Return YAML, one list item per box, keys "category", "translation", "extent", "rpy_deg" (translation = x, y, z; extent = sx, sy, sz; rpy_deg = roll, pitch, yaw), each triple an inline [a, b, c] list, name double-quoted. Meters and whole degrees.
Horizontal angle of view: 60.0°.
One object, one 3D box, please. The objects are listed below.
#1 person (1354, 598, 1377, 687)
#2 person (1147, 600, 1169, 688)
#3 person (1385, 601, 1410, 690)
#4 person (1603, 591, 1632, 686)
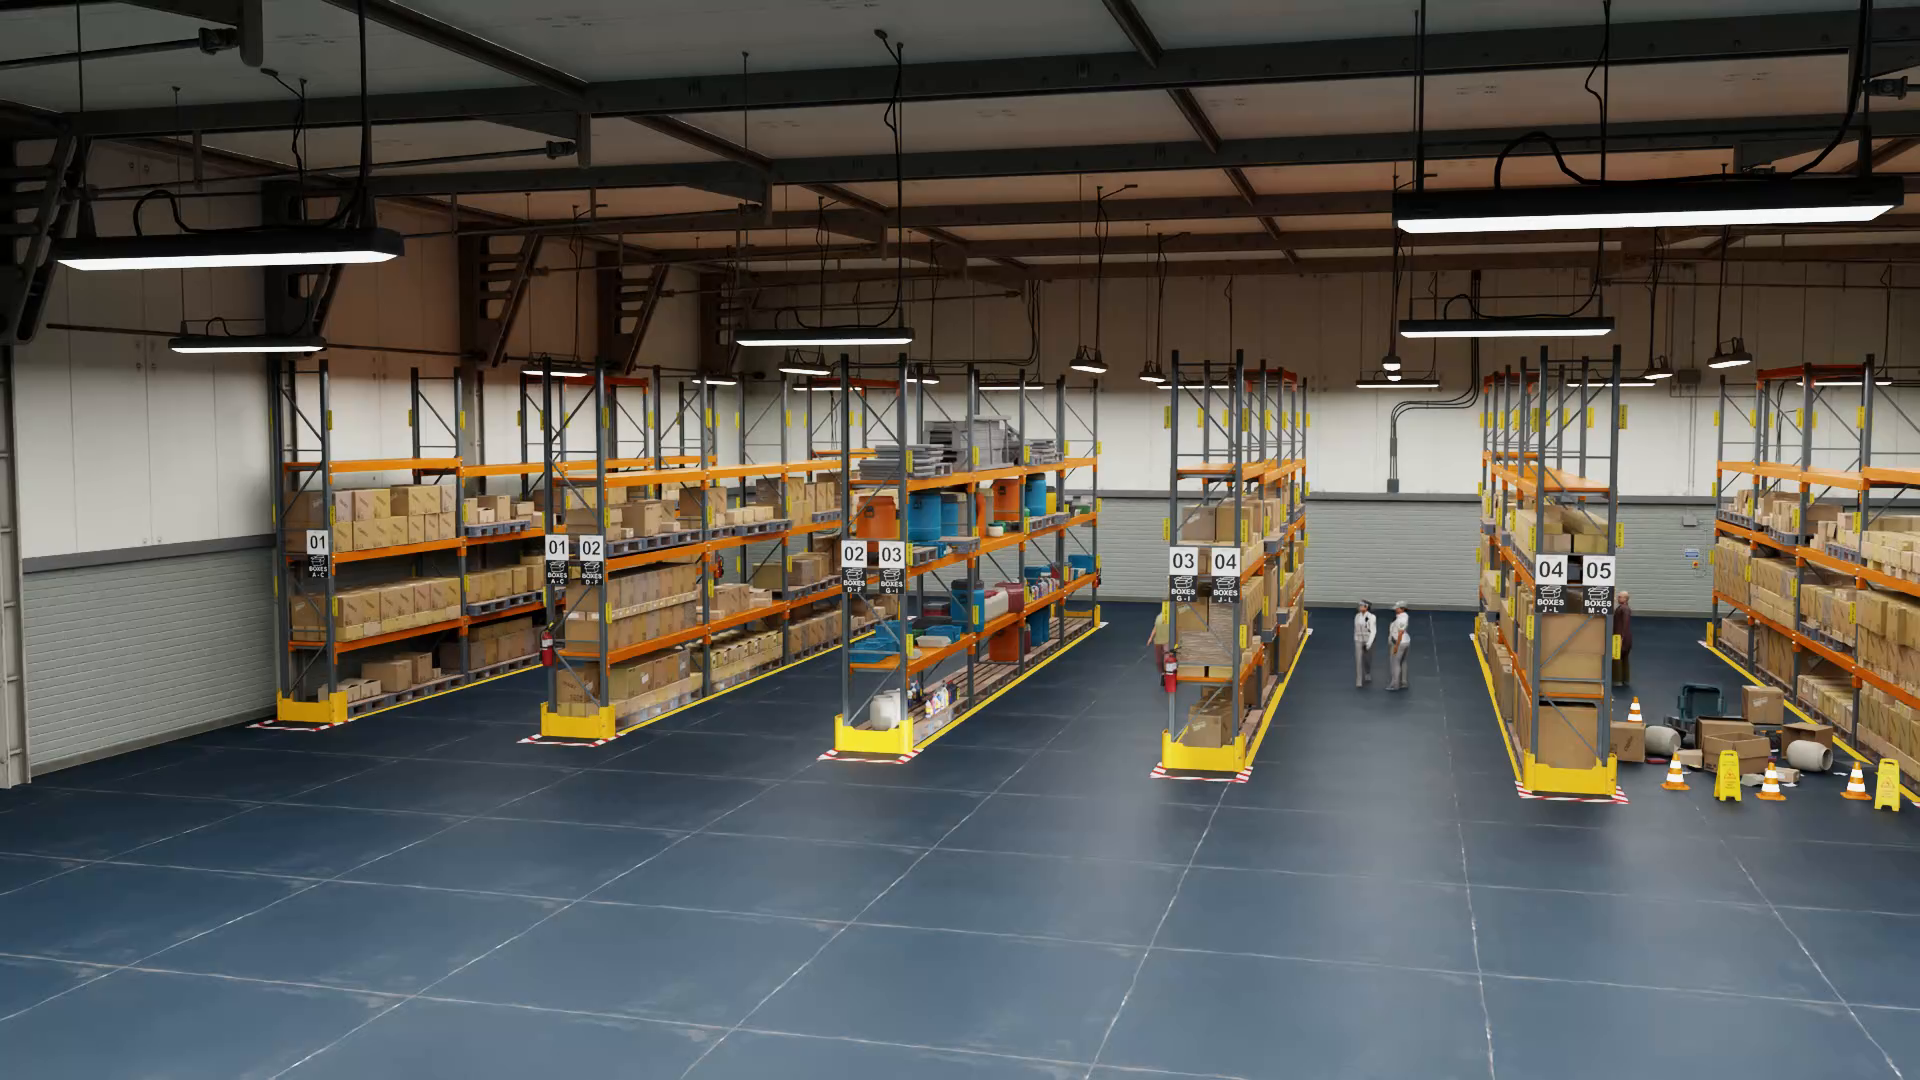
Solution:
- category: "person"
  translation: [7.648, 1.918, 31.408]
  extent: [0.419, 1.640, 0.963]
  rpy_deg: [1, 4, 13]
- category: "person"
  translation: [3.829, 1.941, 31.305]
  extent: [0.581, 1.621, 1.014]
  rpy_deg: [1, 4, 19]
- category: "person"
  translation: [8.146, 1.956, 30.922]
  extent: [0.408, 1.665, 0.561]
  rpy_deg: [2, 5, 29]
- category: "person"
  translation: [12.495, 1.858, 31.481]
  extent: [0.461, 1.787, 0.637]
  rpy_deg: [3, 5, 38]
